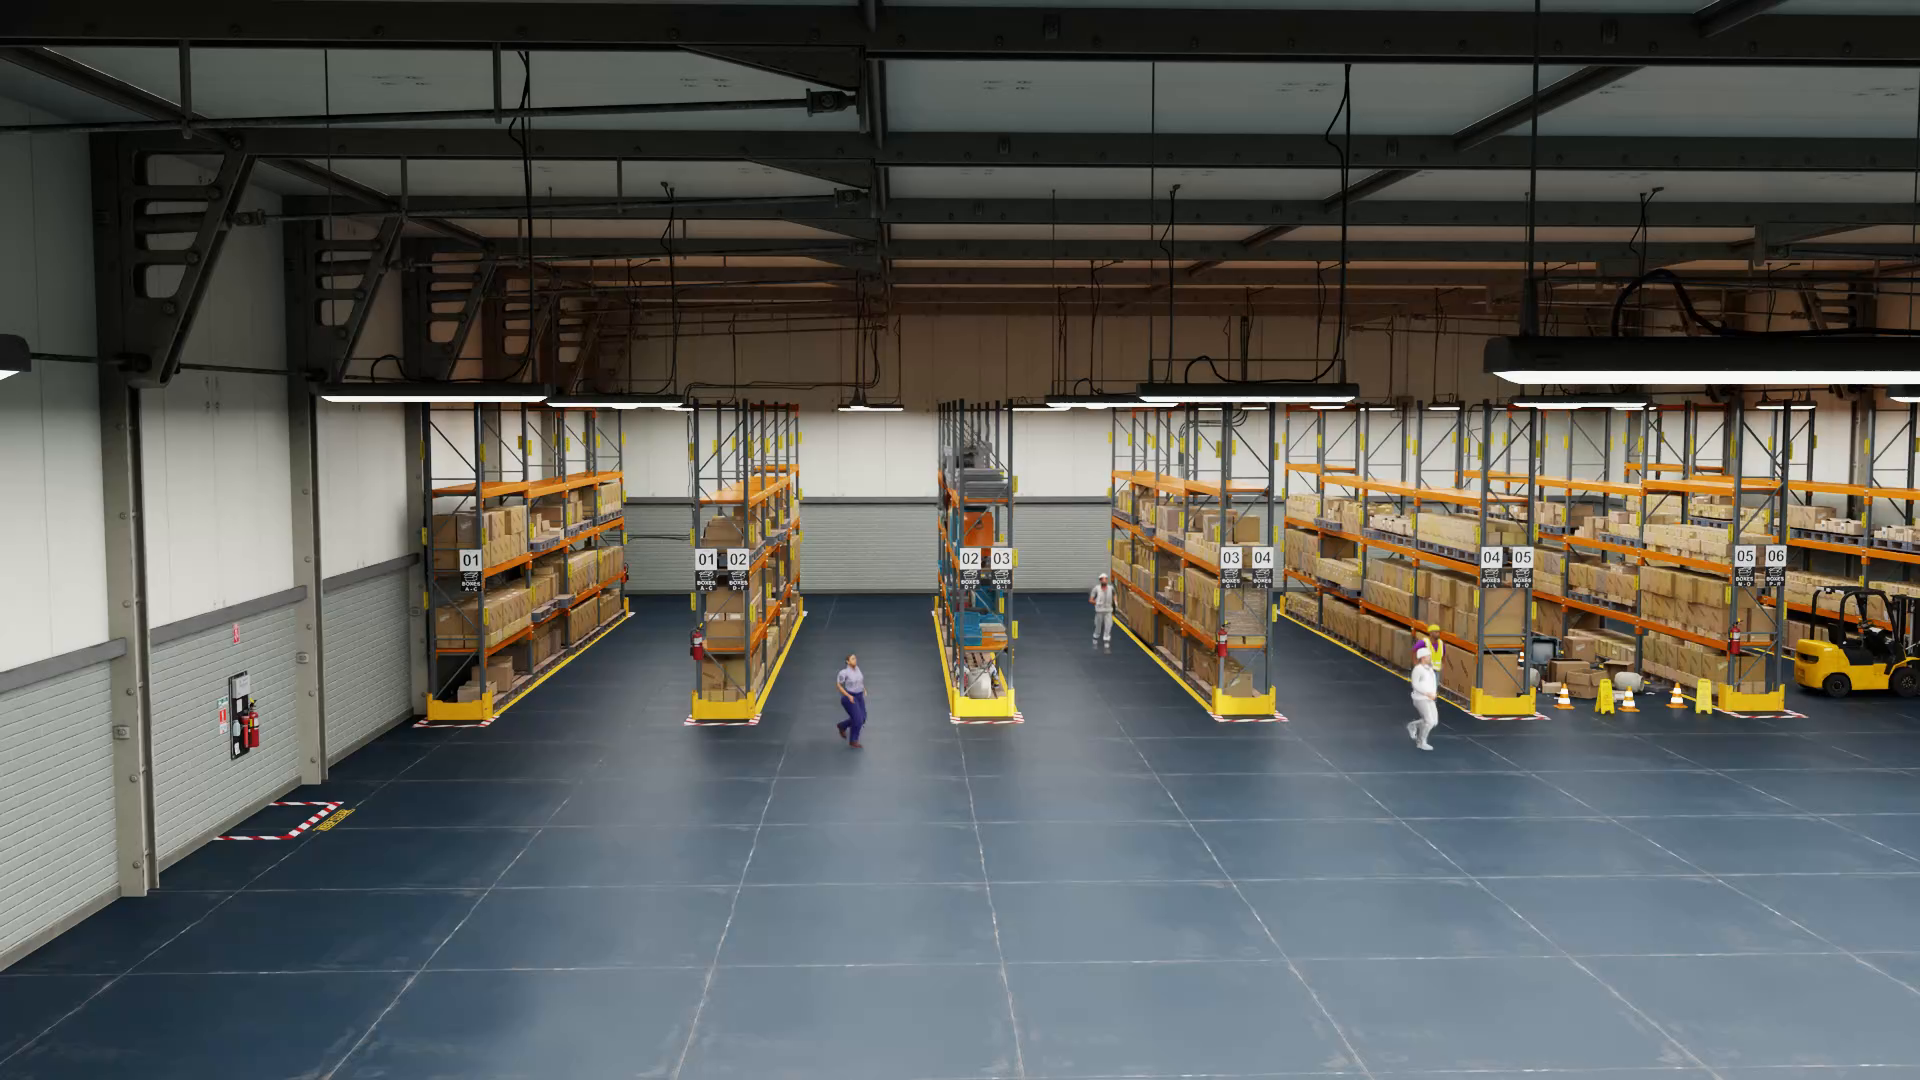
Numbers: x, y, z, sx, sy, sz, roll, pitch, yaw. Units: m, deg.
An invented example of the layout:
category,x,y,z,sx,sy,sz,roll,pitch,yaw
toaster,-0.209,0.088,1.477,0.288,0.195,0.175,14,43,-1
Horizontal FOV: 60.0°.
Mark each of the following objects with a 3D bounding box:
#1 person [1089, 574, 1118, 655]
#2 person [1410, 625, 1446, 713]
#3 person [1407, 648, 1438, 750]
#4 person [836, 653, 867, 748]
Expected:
category,x,y,z,sx,sy,sz,roll,pitch,yaw
person,3.271,1.659,37.863,0.669,1.804,0.911,-1,4,-7
person,8.969,2.464,31.828,0.743,1.708,0.650,-1,4,-13
person,7.911,2.703,28.452,0.612,1.731,0.684,4,6,39
person,-1.881,2.758,28.672,0.544,1.617,0.602,3,5,33
